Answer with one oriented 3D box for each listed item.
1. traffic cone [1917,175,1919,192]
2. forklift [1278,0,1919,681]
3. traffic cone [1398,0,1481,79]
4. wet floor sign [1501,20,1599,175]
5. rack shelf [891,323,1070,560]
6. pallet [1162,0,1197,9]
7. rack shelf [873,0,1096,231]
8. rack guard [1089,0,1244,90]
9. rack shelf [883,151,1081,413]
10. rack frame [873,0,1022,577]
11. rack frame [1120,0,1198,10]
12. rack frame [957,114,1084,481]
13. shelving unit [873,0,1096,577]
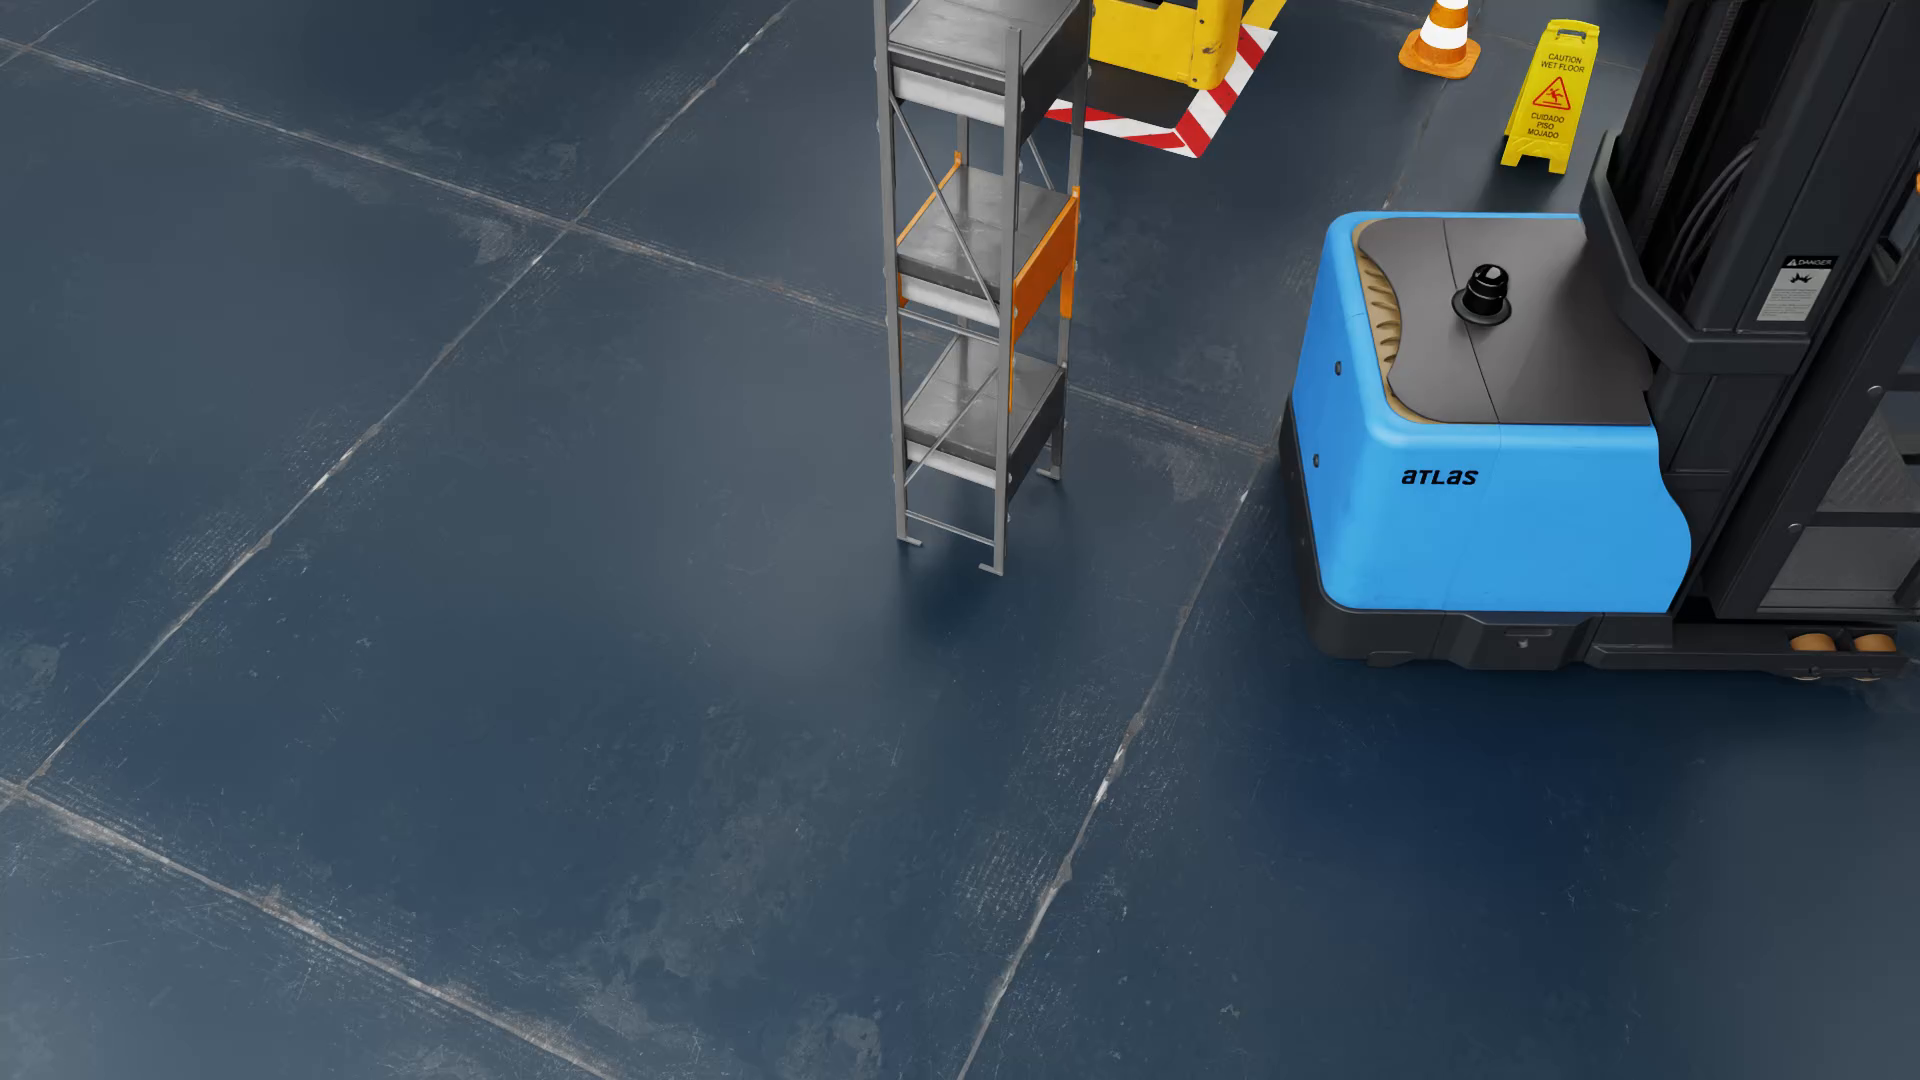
[{"bbox_3d":[4.230,-1.653,6.853,0.336,0.463,0.334,20,52,16],"label":"traffic cone"},{"bbox_3d":[2.647,-0.907,4.597,3.031,2.935,1.130,1,50,1],"label":"forklift"},{"bbox_3d":[2.205,-2.382,7.473,0.336,0.463,0.334,20,52,16],"label":"traffic cone"},{"bbox_3d":[2.472,-1.873,6.920,0.267,0.644,0.232,12,51,10],"label":"wet floor sign"},{"bbox_3d":[0.071,-0.332,5.591,0.431,0.518,0.480,20,52,16],"label":"rack shelf"},{"bbox_3d":[0.965,-2.973,8.141,1.003,0.211,1.213,20,52,16],"label":"pallet"},{"bbox_3d":[0.071,-1.239,4.525,0.431,0.518,0.480,20,52,16],"label":"rack shelf"},{"bbox_3d":[0.684,-2.474,7.527,1.175,0.500,0.348,20,52,16],"label":"rack guard"},{"bbox_3d":[0.071,-0.786,5.058,0.431,0.518,0.480,20,52,16],"label":"rack shelf"},{"bbox_3d":[-0.034,-0.626,4.904,0.400,2.100,0.015,20,52,16],"label":"rack frame"},{"bbox_3d":[0.694,-3.301,6.589,1.000,3.000,0.127,20,52,16],"label":"rack frame"},{"bbox_3d":[0.175,-0.962,5.190,0.400,2.100,0.015,20,52,16],"label":"rack frame"},{"bbox_3d":[0.071,-0.794,5.047,0.431,2.100,0.503,20,52,16],"label":"shelving unit"}]
